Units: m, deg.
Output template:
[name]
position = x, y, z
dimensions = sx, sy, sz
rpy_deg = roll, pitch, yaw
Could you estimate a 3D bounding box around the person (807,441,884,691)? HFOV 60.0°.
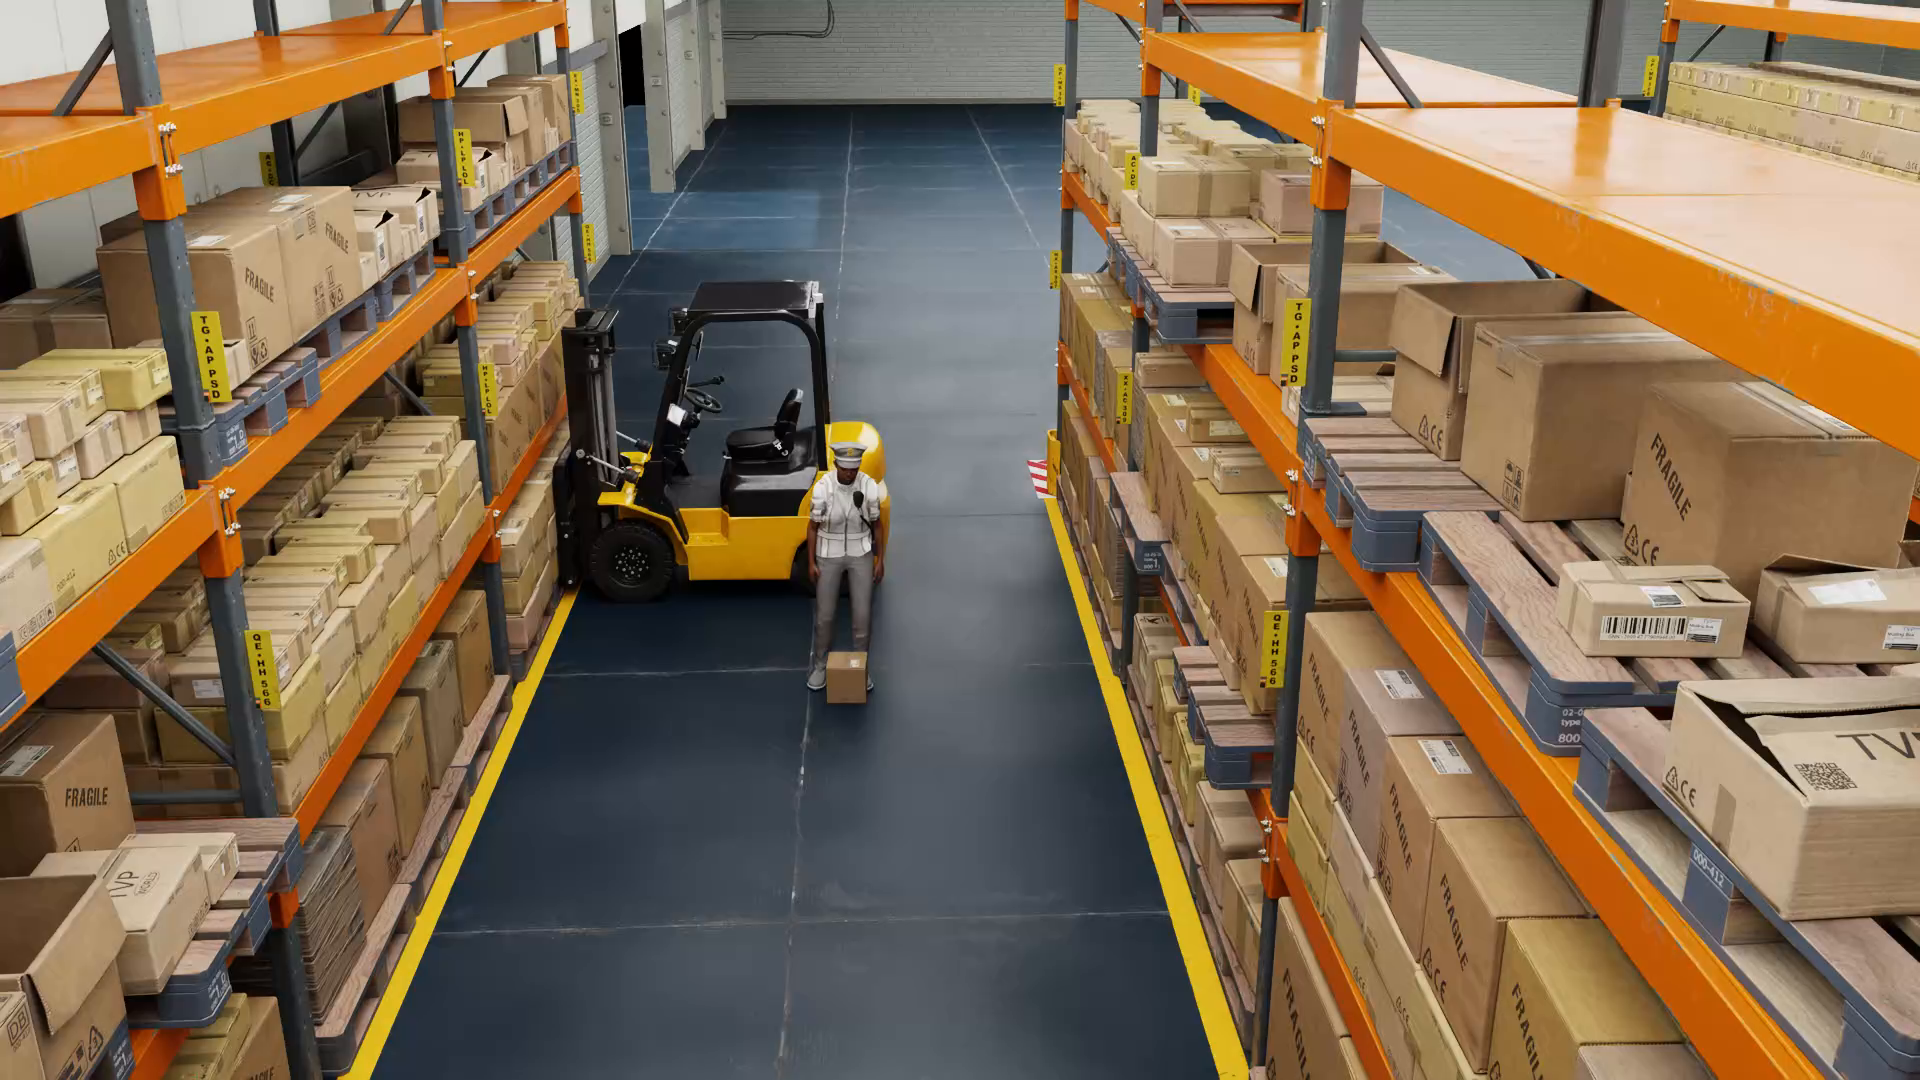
[person]
position = -0.744, 0.149, 10.680
dimensions = 0.527, 1.658, 0.428
rpy_deg = -2, 21, -6
